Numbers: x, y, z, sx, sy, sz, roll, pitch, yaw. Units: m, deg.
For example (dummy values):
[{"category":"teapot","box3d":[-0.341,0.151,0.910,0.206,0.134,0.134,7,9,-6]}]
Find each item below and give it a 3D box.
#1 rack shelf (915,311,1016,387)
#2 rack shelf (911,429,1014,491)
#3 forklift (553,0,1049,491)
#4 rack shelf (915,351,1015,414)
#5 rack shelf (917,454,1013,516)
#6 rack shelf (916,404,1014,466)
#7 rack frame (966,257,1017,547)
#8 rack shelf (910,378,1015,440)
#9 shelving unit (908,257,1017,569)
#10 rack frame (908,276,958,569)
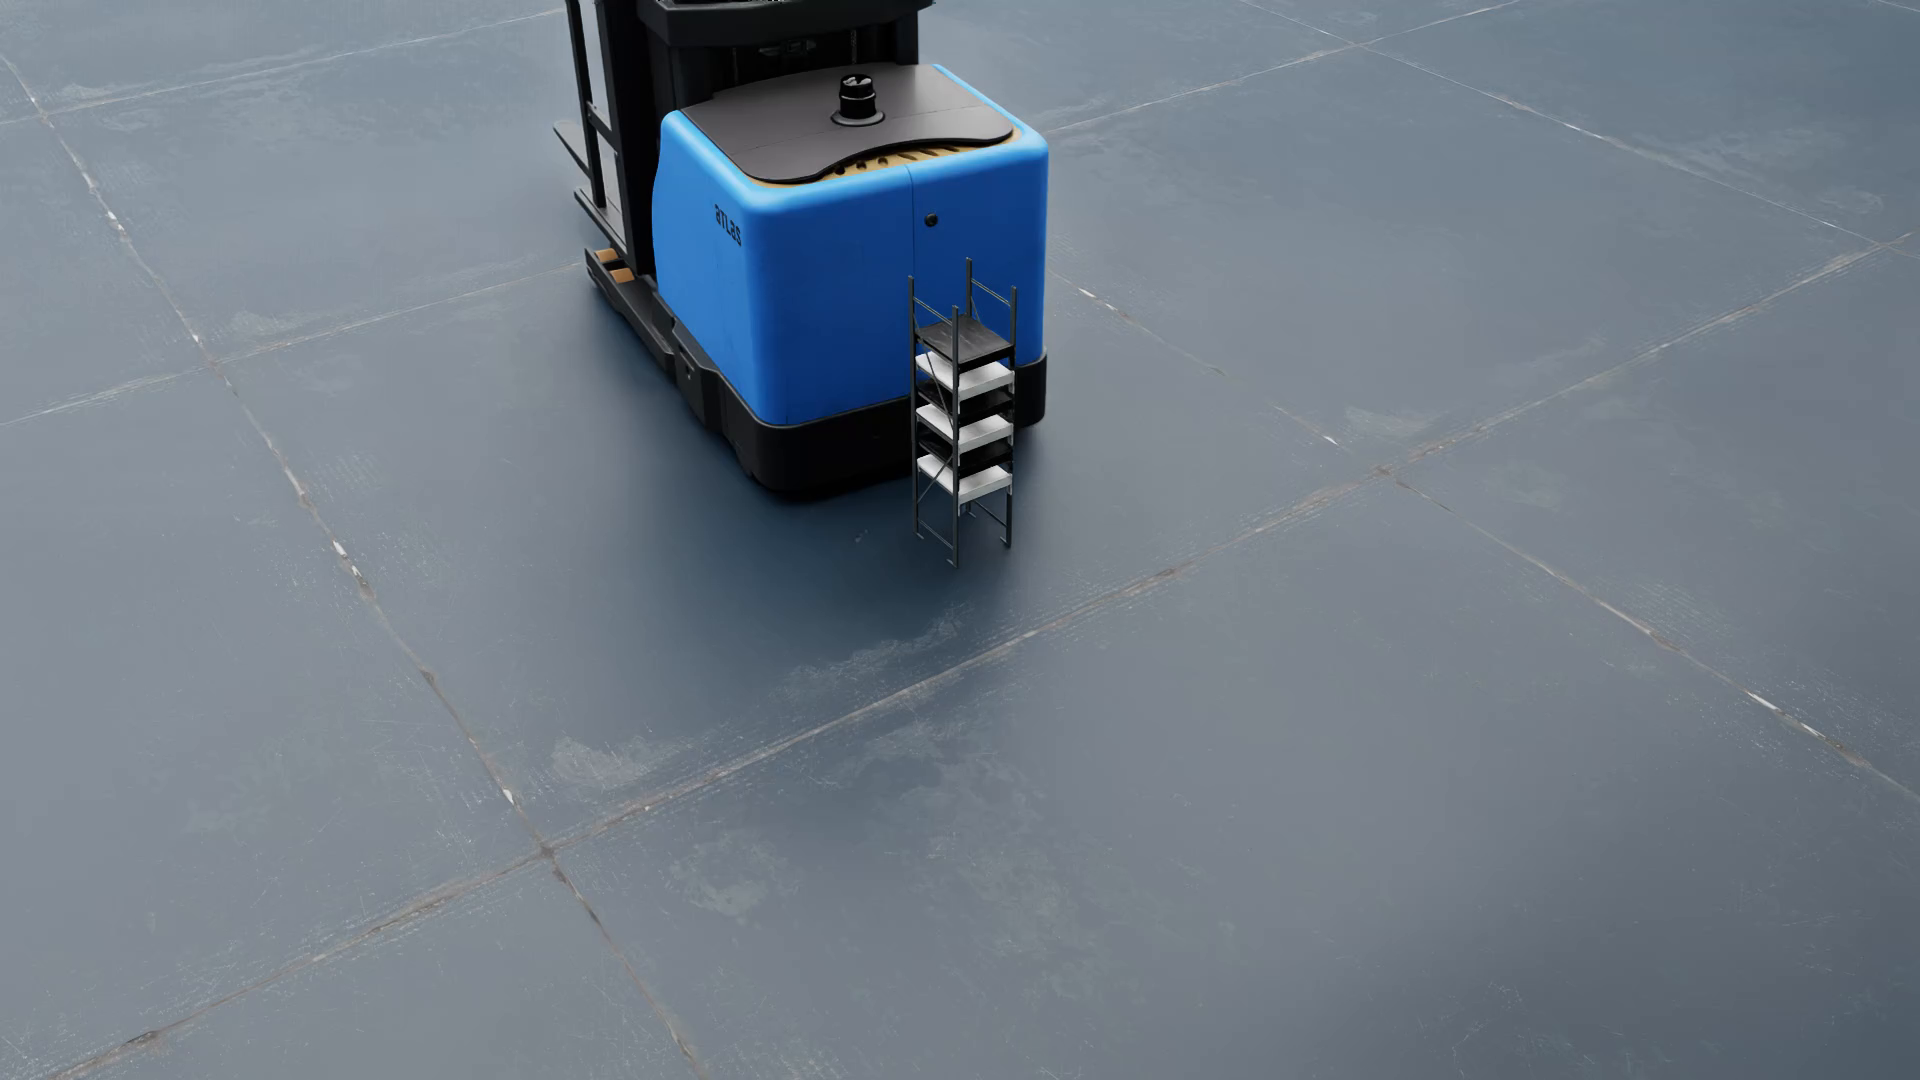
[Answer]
[{"category":"rack shelf","box3d":[0.007,-0.560,4.853,0.200,0.077,0.258,-22,41,-28]},{"category":"rack shelf","box3d":[0.007,-0.268,5.063,0.200,0.077,0.258,-22,41,-28]},{"category":"forklift","box3d":[-0.832,-2.191,5.786,1.130,2.935,3.031,-17,39,-22]},{"category":"rack shelf","box3d":[0.007,-0.487,4.905,0.200,0.077,0.258,-22,41,-28]},{"category":"rack shelf","box3d":[0.007,-0.195,5.116,0.200,0.077,0.258,-22,41,-28]},{"category":"rack shelf","box3d":[0.007,-0.341,5.011,0.200,0.077,0.258,-22,41,-28]},{"category":"rack frame","box3d":[0.090,-0.402,5.039,0.006,0.900,0.240,-22,41,-28]},{"category":"rack shelf","box3d":[0.007,-0.414,4.958,0.200,0.077,0.258,-22,41,-28]},{"category":"shelving unit","box3d":[0.007,-0.368,4.991,0.210,0.900,0.258,-22,41,-28]},{"category":"rack frame","box3d":[-0.076,-0.334,4.943,0.006,0.900,0.240,-22,41,-28]}]
